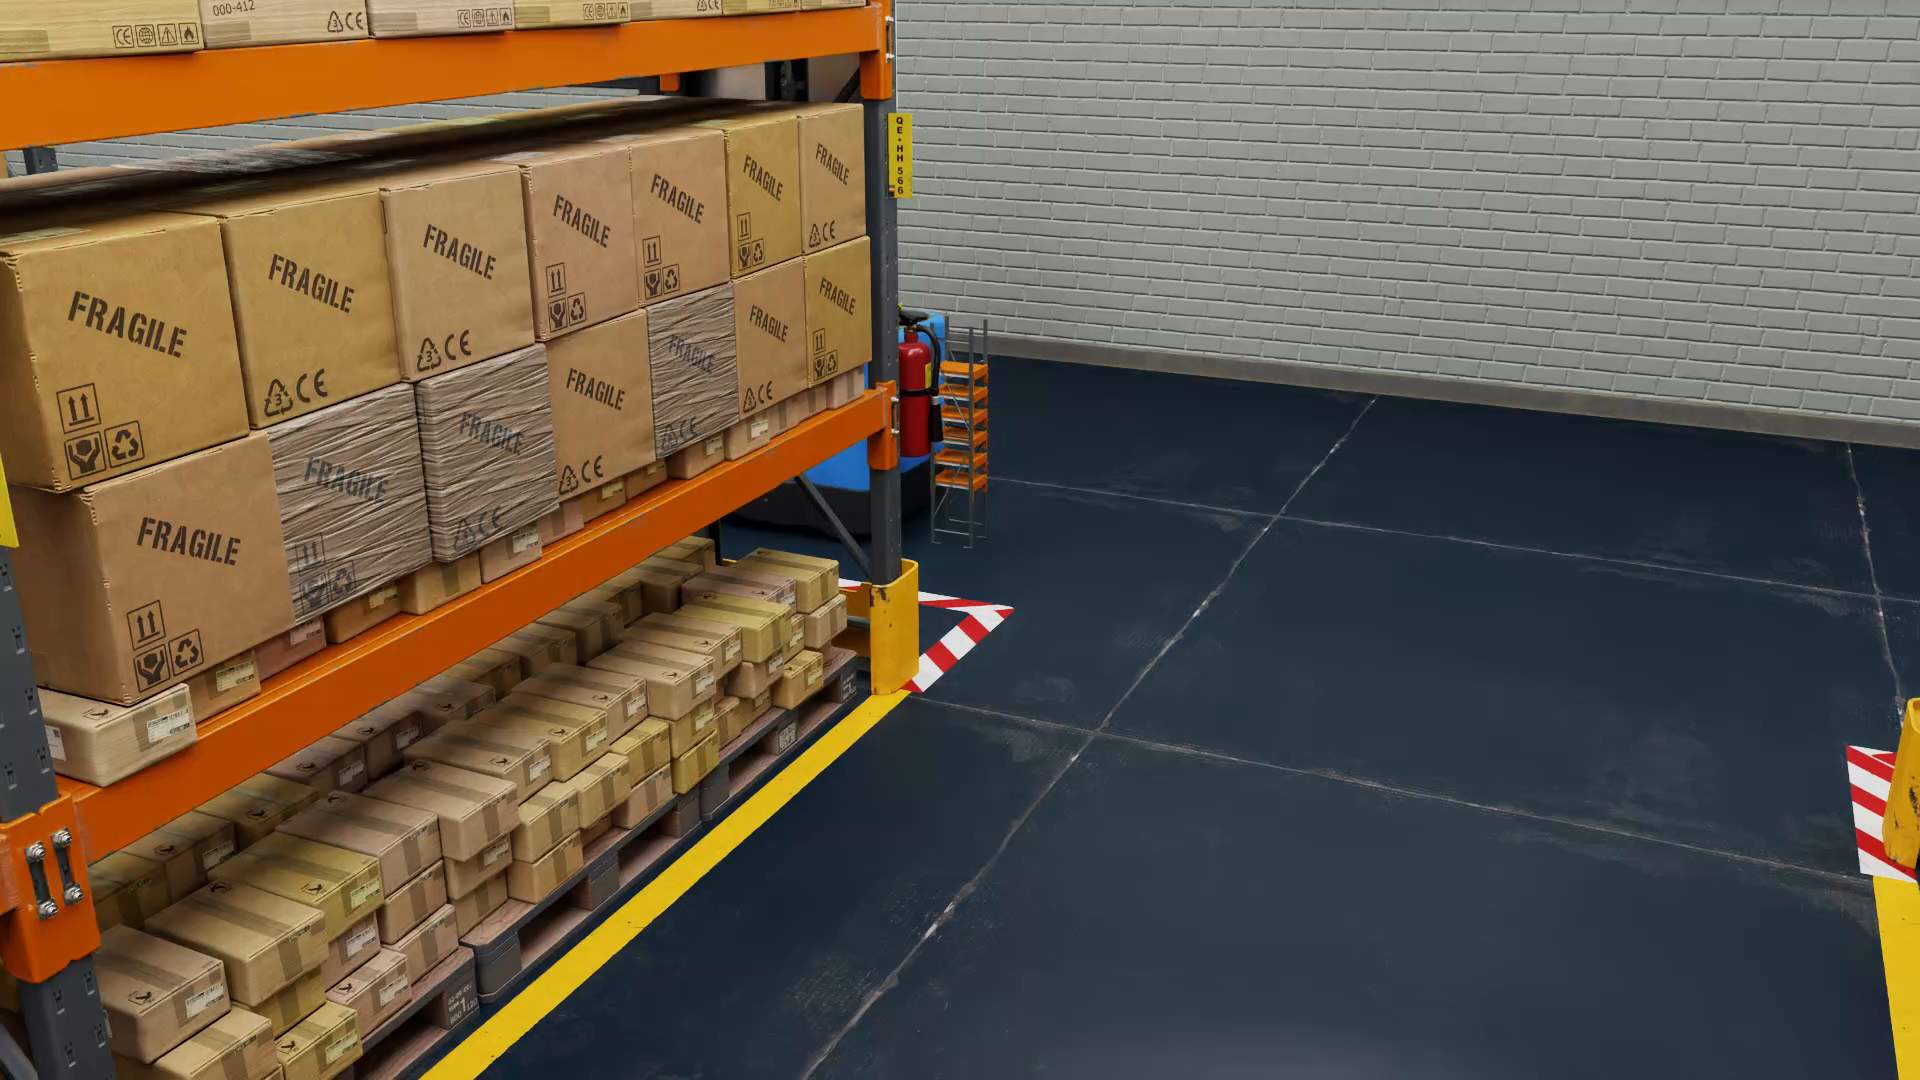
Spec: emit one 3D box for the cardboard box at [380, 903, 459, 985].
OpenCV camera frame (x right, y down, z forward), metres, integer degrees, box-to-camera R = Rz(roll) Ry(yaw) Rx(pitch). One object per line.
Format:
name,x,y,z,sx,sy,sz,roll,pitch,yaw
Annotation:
cardboard box,-1.706,1.155,4.874,0.380,0.149,0.250,8,21,22

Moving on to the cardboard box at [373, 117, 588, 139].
cardboard box,-1.593,-1.144,5.623,0.500,0.500,0.500,8,21,21

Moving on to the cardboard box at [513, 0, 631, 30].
cardboard box,-1.295,-1.593,4.718,0.500,0.250,0.500,10,22,25

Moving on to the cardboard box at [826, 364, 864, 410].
cardboard box,-0.608,-0.641,6.669,0.380,0.149,0.250,9,21,23

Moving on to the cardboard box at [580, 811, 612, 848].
cardboard box,-1.396,0.910,5.560,0.380,0.149,0.250,9,22,24

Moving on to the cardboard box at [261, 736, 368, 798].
cardboard box,-2.094,0.721,5.204,0.380,0.149,0.250,7,21,20

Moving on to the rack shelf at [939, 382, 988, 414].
rack shelf,-0.006,-0.745,8.690,0.258,0.103,0.180,9,21,23

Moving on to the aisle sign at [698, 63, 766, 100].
aisle sign,-0.976,-2.186,6.759,0.394,0.787,0.004,9,21,23

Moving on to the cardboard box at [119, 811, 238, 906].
cardboard box,-2.298,0.885,4.743,0.380,0.149,0.250,8,21,22

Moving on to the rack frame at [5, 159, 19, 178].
rack frame,-5.213,-1.608,9.015,0.949,2.616,0.053,9,21,23

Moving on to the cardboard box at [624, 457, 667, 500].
cardboard box,-1.216,-0.259,5.595,0.380,0.149,0.250,8,21,20

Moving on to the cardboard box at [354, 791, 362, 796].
cardboard box,-2.060,0.878,5.207,0.380,0.149,0.250,9,22,24

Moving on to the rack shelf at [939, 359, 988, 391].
rack shelf,-0.006,-0.858,8.650,0.258,0.103,0.180,9,21,23

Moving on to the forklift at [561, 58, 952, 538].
forklift,-1.608,-1.705,9.390,3.031,2.935,1.130,9,21,24

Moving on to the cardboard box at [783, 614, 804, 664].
cardboard box,-0.844,0.381,6.606,0.380,0.149,0.250,8,21,21

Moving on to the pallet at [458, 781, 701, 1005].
pallet,-1.629,1.055,5.688,1.003,0.211,1.213,9,21,23

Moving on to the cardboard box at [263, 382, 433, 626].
cardboard box,-1.742,-0.131,4.268,0.500,0.500,0.500,9,21,23

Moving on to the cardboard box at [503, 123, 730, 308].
cardboard box,-1.105,-1.067,5.406,0.500,0.500,0.500,10,22,25

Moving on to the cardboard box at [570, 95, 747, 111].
cardboard box,-1.158,-1.455,6.498,0.500,0.500,0.500,8,21,22

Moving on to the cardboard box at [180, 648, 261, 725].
cardboard box,-1.918,0.313,3.988,0.380,0.149,0.250,9,22,24

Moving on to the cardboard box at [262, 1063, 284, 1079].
cardboard box,-1.928,1.403,4.174,0.380,0.149,0.250,8,21,20

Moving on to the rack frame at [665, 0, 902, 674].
rack frame,-0.732,-0.897,7.016,1.000,3.000,0.127,9,21,23

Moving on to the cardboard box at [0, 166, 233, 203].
cardboard box,-2.218,-0.673,4.298,0.500,0.500,0.500,8,21,21

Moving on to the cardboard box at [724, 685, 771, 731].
cardboard box,-0.957,0.599,6.436,0.380,0.149,0.250,8,21,22

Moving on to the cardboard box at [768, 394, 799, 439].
cardboard box,-0.833,-0.491,6.248,0.380,0.149,0.250,8,21,22

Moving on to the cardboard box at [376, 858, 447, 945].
cardboard box,-1.728,1.012,4.830,0.380,0.149,0.250,7,21,20

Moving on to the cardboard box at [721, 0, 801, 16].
cardboard box,-0.880,-1.908,5.604,0.500,0.250,0.500,9,21,23

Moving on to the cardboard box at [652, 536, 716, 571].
cardboard box,-1.257,0.081,7.004,0.380,0.149,0.250,8,21,20

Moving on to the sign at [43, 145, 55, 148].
sign,-4.727,-2.187,8.561,0.100,0.325,0.005,9,21,23

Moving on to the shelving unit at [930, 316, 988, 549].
shelving unit,-0.006,-0.561,8.755,0.258,1.200,0.189,9,21,23

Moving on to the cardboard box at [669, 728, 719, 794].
cardboard box,-1.094,0.763,5.976,0.380,0.149,0.250,8,21,20

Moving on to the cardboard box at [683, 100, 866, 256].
cardboard box,-0.693,-1.382,6.292,0.500,0.500,0.500,8,21,22

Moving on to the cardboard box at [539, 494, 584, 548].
cardboard box,-1.393,-0.096,5.136,0.380,0.149,0.250,9,22,25

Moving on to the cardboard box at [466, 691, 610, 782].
cardboard box,-1.377,0.639,5.435,0.380,0.149,0.250,9,21,23

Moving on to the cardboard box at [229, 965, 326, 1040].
cardboard box,-1.908,1.174,4.375,0.380,0.149,0.250,9,21,23

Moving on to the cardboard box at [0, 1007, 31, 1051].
cardboard box,-2.531,1.191,4.328,0.380,0.149,0.250,9,21,24

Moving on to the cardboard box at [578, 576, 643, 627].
cardboard box,-1.480,0.241,6.554,0.380,0.149,0.250,8,21,23

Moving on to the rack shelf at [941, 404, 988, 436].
rack shelf,-0.006,-0.632,8.730,0.258,0.103,0.180,9,21,23

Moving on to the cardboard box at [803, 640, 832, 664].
cardboard box,-0.758,0.437,6.890,0.380,0.149,0.250,9,21,24

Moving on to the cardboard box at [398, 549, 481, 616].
cardboard box,-1.577,0.074,4.660,0.380,0.149,0.250,9,21,24

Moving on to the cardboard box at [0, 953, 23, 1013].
cardboard box,-2.462,1.046,4.291,0.380,0.149,0.250,9,22,24

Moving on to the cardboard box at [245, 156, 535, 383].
cardboard box,-1.530,-0.748,4.510,0.500,0.500,0.500,9,21,24

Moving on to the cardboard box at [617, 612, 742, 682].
cardboard box,-1.027,0.400,6.107,0.380,0.149,0.250,8,21,21

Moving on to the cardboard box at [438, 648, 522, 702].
cardboard box,-1.778,0.486,5.865,0.380,0.149,0.250,9,21,24

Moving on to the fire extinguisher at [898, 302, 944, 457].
fire extinguisher,-0.208,-0.699,7.130,0.296,0.674,0.183,9,21,23

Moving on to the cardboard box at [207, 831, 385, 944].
cardboard box,-1.815,0.953,4.552,0.380,0.149,0.250,8,21,22

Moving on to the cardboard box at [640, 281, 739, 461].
cardboard box,-1.096,-0.599,5.583,0.500,0.500,0.500,9,21,23

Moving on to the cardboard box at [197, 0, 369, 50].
cardboard box,-1.743,-1.277,3.830,0.500,0.250,0.500,8,21,22

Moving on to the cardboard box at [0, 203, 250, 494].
cardboard box,-1.963,-0.438,3.637,0.500,0.500,0.500,9,22,24

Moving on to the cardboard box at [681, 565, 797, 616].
cardboard box,-0.873,0.233,6.577,0.380,0.149,0.250,9,21,24

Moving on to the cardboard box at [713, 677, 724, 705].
cardboard box,-1.103,0.535,6.171,0.380,0.149,0.250,8,21,22

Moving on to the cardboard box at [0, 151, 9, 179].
cardboard box,-5.176,-1.847,8.346,0.500,0.500,0.500,9,21,23

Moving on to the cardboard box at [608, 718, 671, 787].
cardboard box,-1.221,0.703,5.699,0.380,0.149,0.250,10,22,25

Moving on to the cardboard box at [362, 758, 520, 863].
cardboard box,-1.550,0.804,4.972,0.380,0.149,0.250,9,21,24

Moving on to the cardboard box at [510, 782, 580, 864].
cardboard box,-1.433,0.863,5.249,0.380,0.149,0.250,8,21,22

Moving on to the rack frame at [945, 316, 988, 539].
rack frame,0.032,-0.589,8.834,0.240,1.200,0.006,9,21,23

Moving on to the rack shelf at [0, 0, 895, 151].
rack shelf,-1.551,-1.360,4.915,1.077,0.370,4.000,9,21,23

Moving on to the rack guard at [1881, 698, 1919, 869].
rack guard,3.835,0.921,5.632,1.175,0.500,0.348,9,21,23

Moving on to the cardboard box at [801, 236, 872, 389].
cardboard box,-0.682,-0.912,6.464,0.500,0.500,0.500,9,21,24
